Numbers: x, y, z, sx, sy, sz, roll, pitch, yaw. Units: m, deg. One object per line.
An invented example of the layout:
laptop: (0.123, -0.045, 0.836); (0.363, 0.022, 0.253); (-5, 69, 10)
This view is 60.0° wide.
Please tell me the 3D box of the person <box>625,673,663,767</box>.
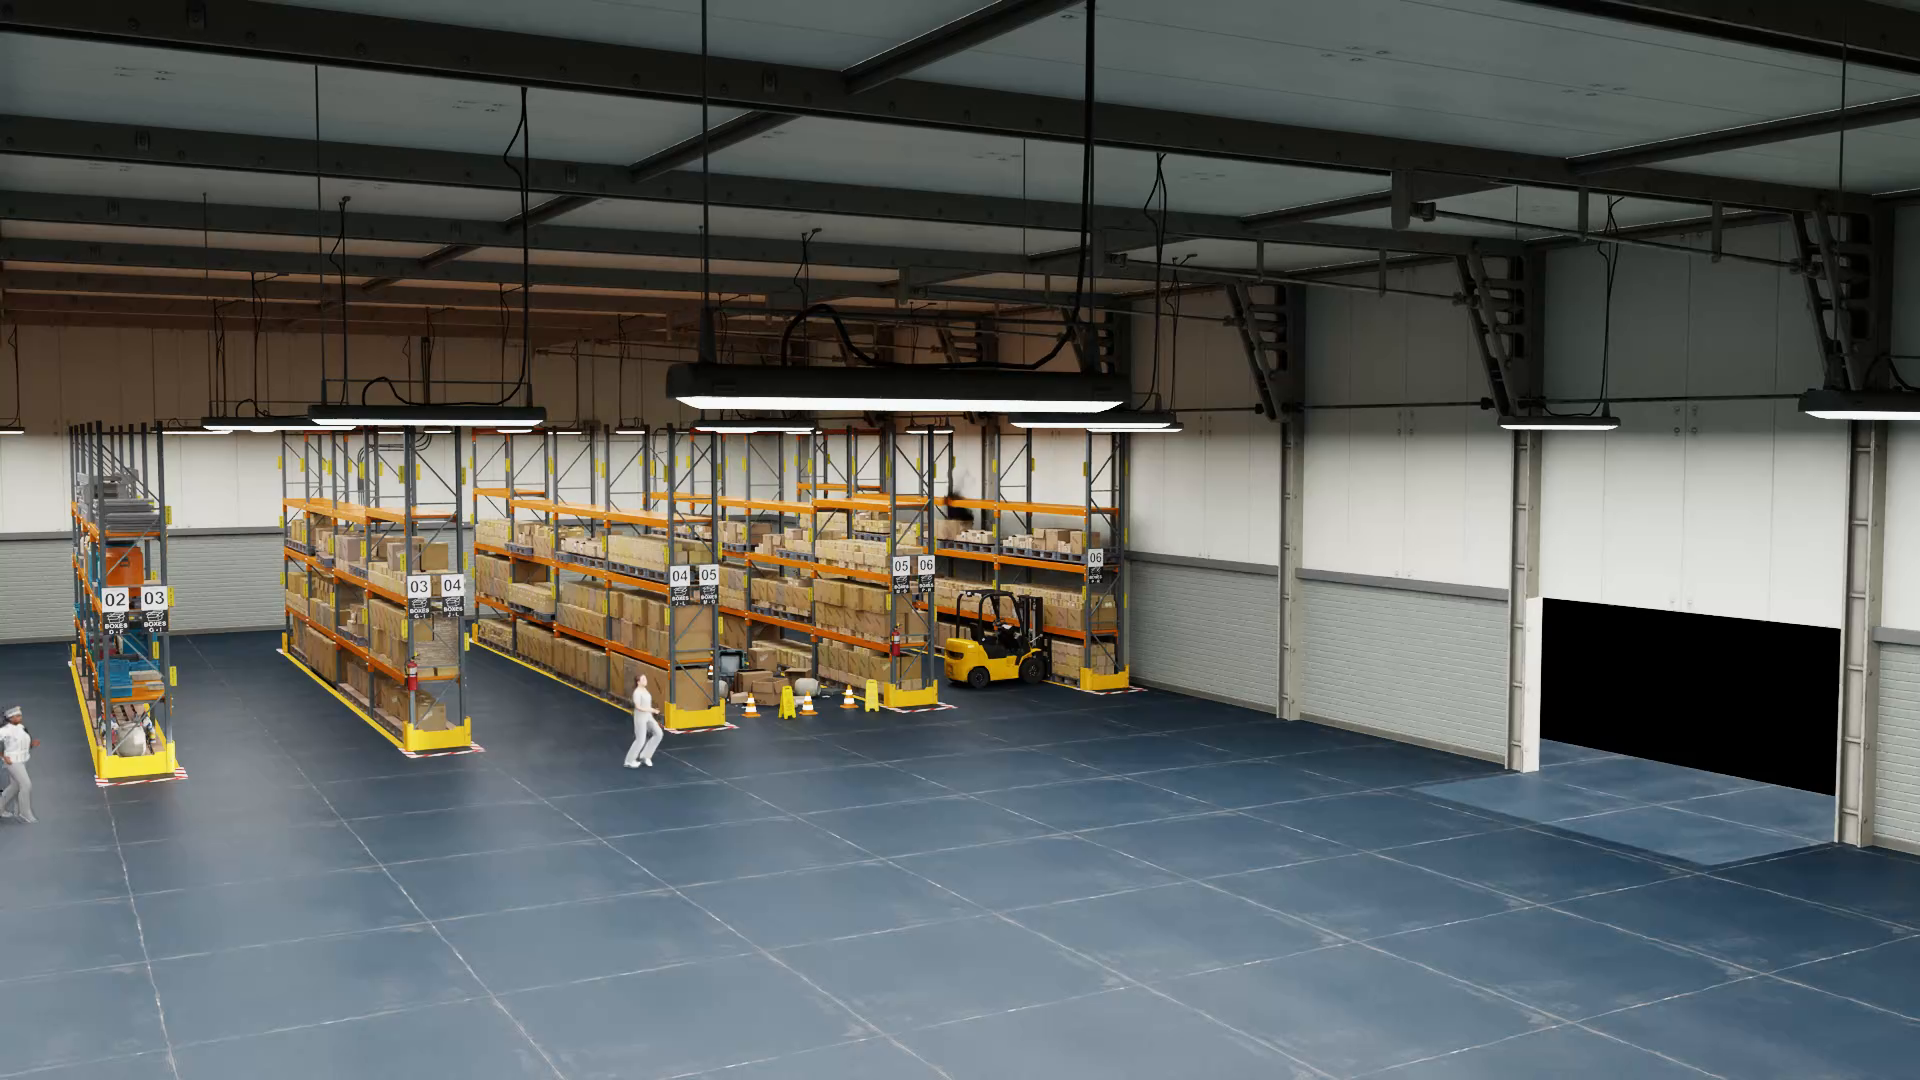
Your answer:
person: (-5.493, 3.119, 28.807); (0.652, 1.653, 0.571); (1, 4, 12)

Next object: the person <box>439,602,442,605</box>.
person: (-13.512, 2.104, 44.010); (0.659, 1.755, 0.923); (-2, 4, -31)

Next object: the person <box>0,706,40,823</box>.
person: (-14.061, 3.351, 24.736); (0.736, 1.747, 0.545); (0, 4, -3)
